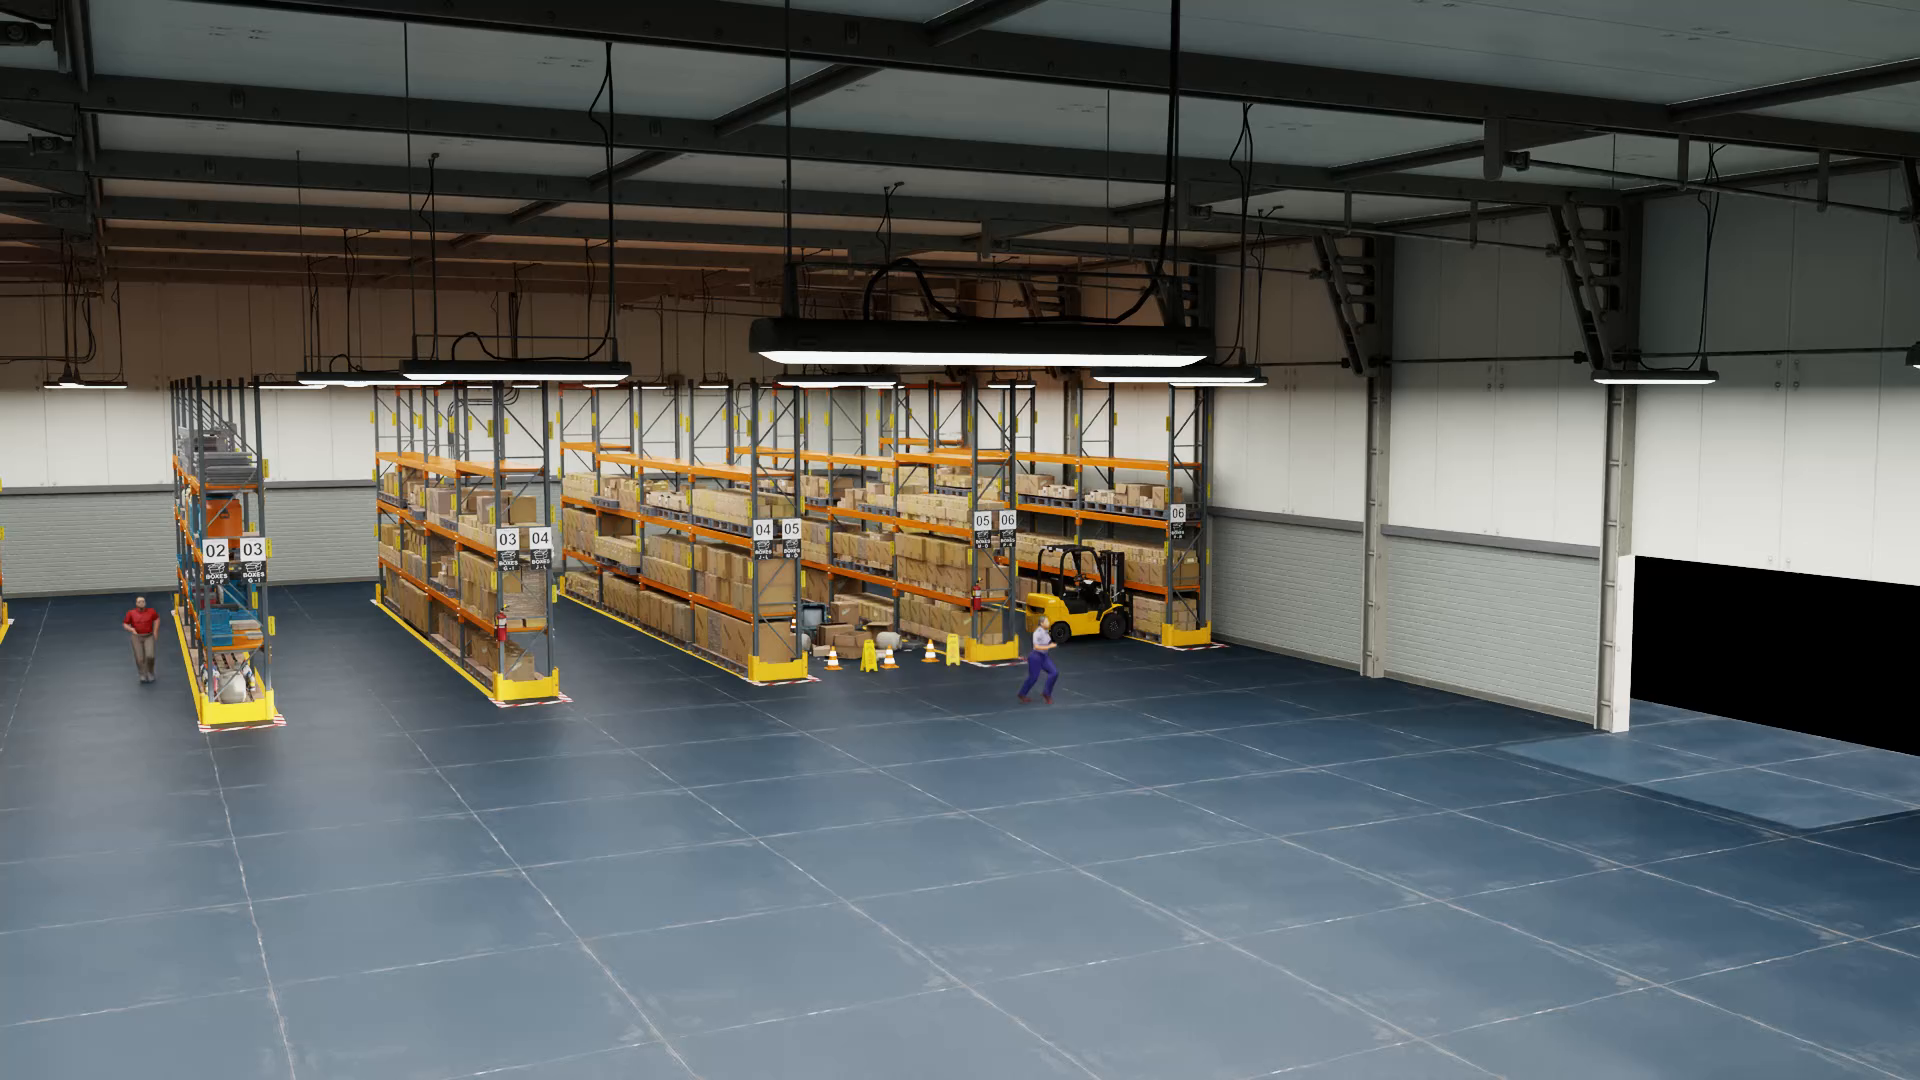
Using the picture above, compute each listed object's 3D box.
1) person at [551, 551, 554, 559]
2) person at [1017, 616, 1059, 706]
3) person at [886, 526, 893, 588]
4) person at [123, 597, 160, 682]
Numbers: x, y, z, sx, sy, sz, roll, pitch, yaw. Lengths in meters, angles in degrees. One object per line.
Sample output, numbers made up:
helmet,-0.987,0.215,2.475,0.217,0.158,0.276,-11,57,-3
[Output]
person,-12.029,0.675,48.099,0.707,1.604,0.513,5,7,42
person,1.429,2.210,30.429,0.815,1.671,0.627,3,6,27
person,-1.899,0.465,46.169,0.686,1.732,0.534,-3,6,-31
person,-16.089,1.974,32.723,0.662,1.709,0.643,-3,6,-28
